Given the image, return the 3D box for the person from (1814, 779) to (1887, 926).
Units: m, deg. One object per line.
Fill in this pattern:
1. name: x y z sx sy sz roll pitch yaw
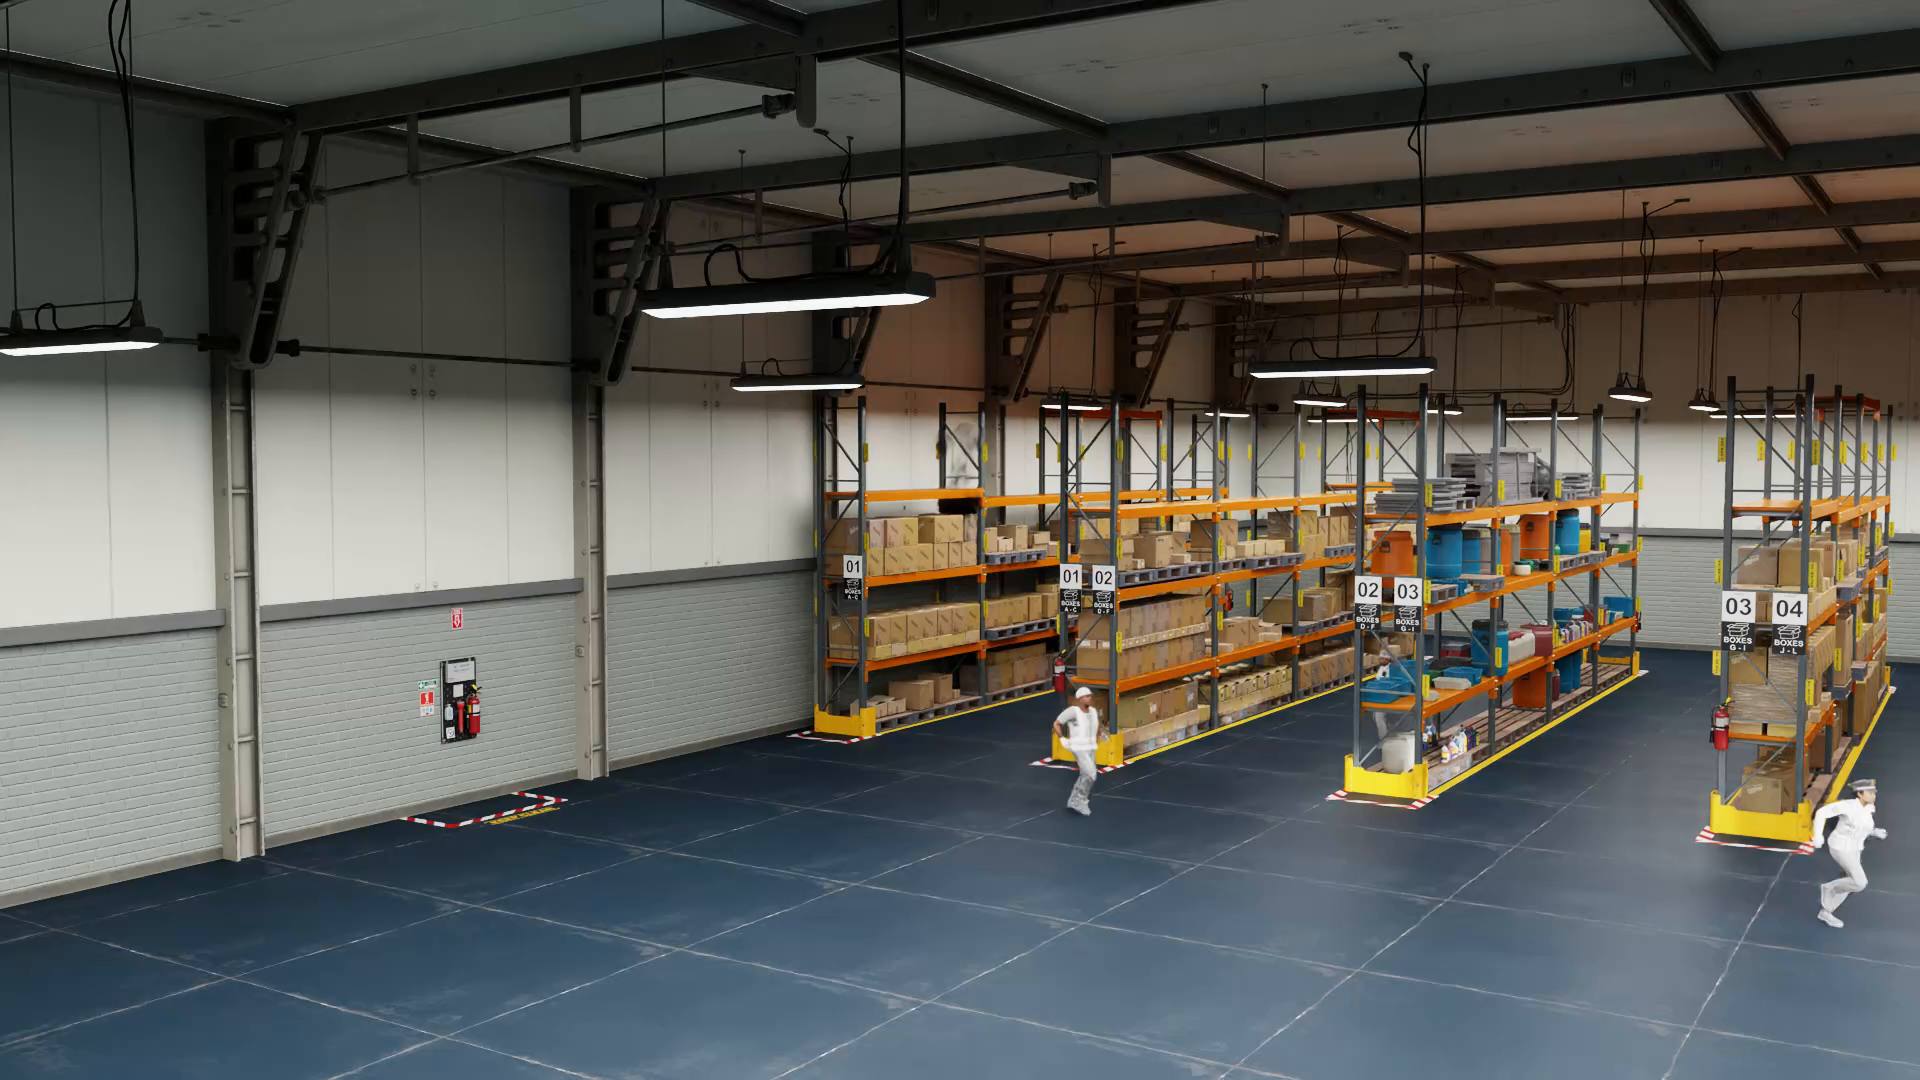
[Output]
1. person: 9.377 3.282 17.473 0.602 1.612 0.680 -2 3 -30

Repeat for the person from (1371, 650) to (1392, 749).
1. person: 7.256 2.714 28.418 0.653 1.685 0.780 -1 3 -22

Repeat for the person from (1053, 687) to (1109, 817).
1. person: 1.718 2.923 22.996 0.693 1.773 0.693 -3 4 -43
